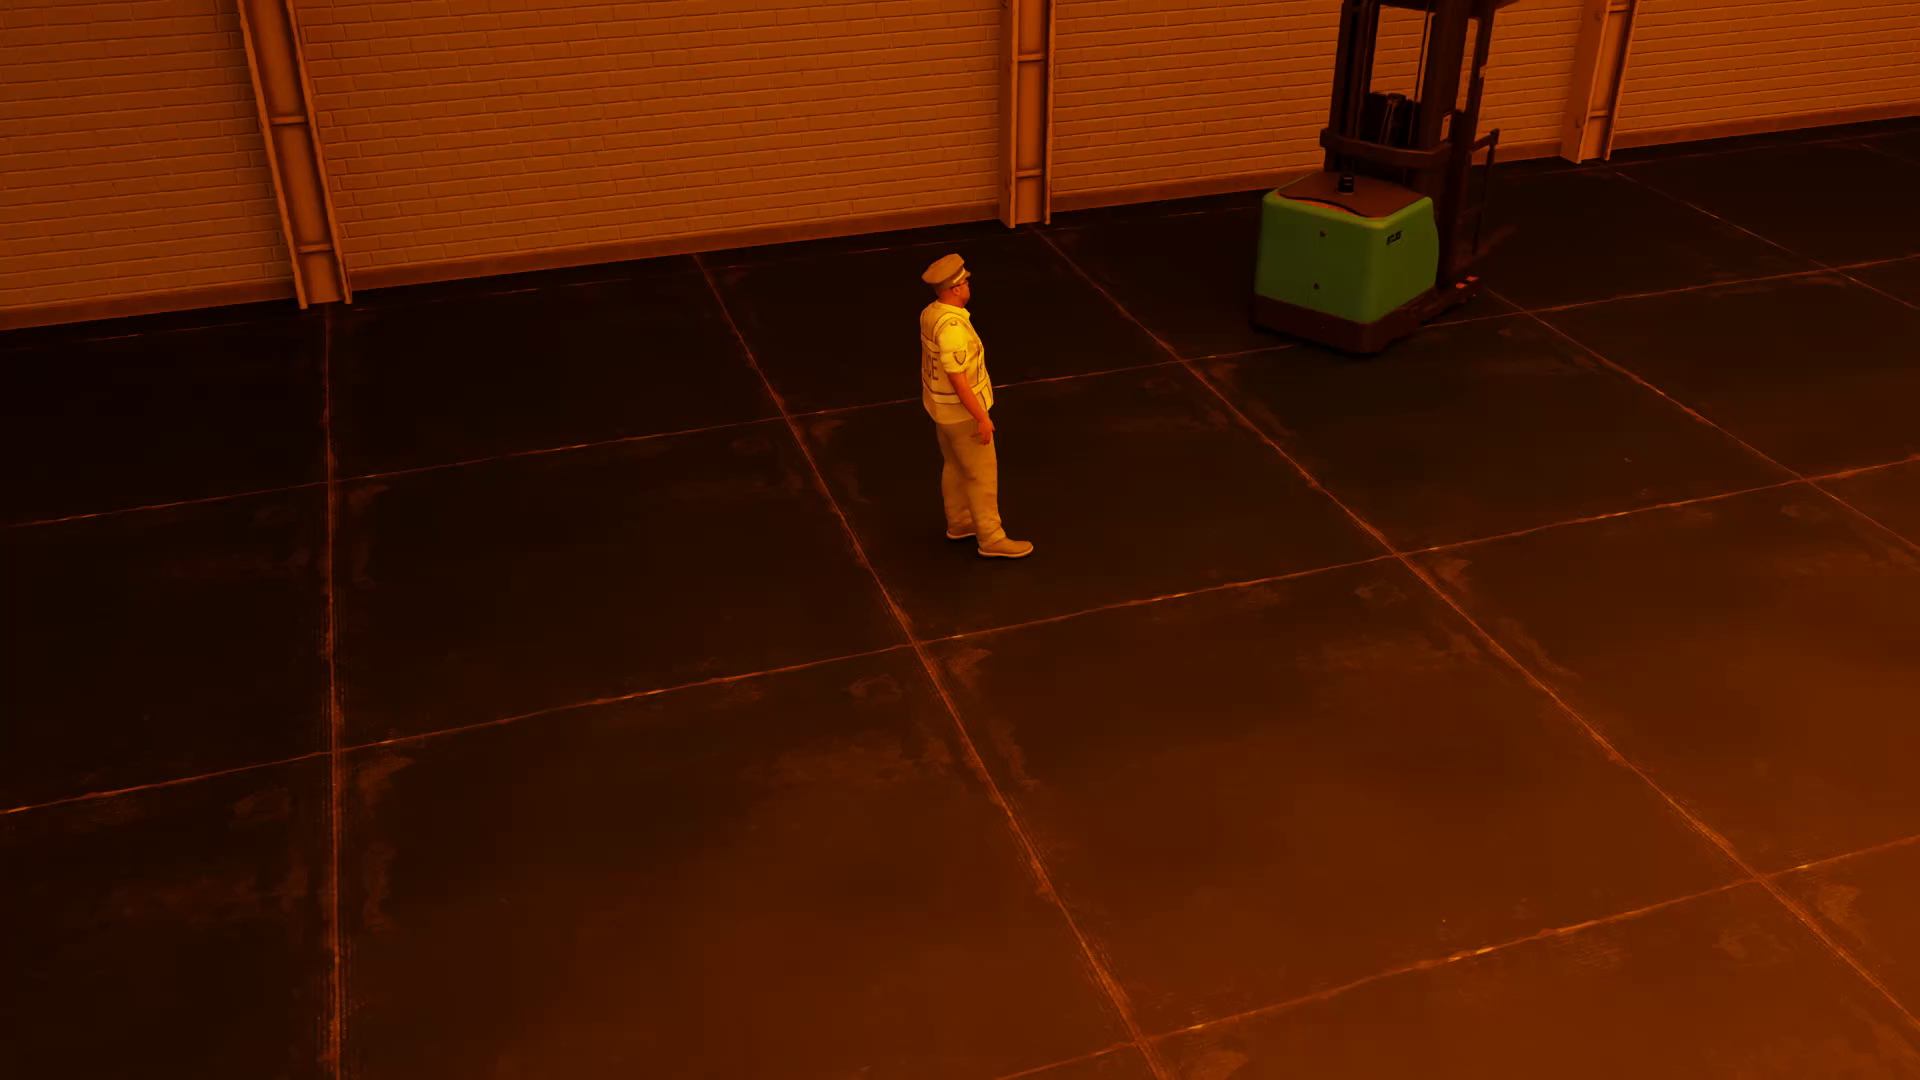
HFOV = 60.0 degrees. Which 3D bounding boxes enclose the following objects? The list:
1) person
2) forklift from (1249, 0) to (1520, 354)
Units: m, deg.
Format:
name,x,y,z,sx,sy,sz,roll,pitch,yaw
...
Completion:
name,x,y,z,sx,sy,sz,roll,pitch,yaw
person,0.077,-0.785,9.589,0.575,1.781,0.640,-10,31,-16
forklift,3.565,-3.303,12.828,1.130,2.935,3.031,23,37,34
